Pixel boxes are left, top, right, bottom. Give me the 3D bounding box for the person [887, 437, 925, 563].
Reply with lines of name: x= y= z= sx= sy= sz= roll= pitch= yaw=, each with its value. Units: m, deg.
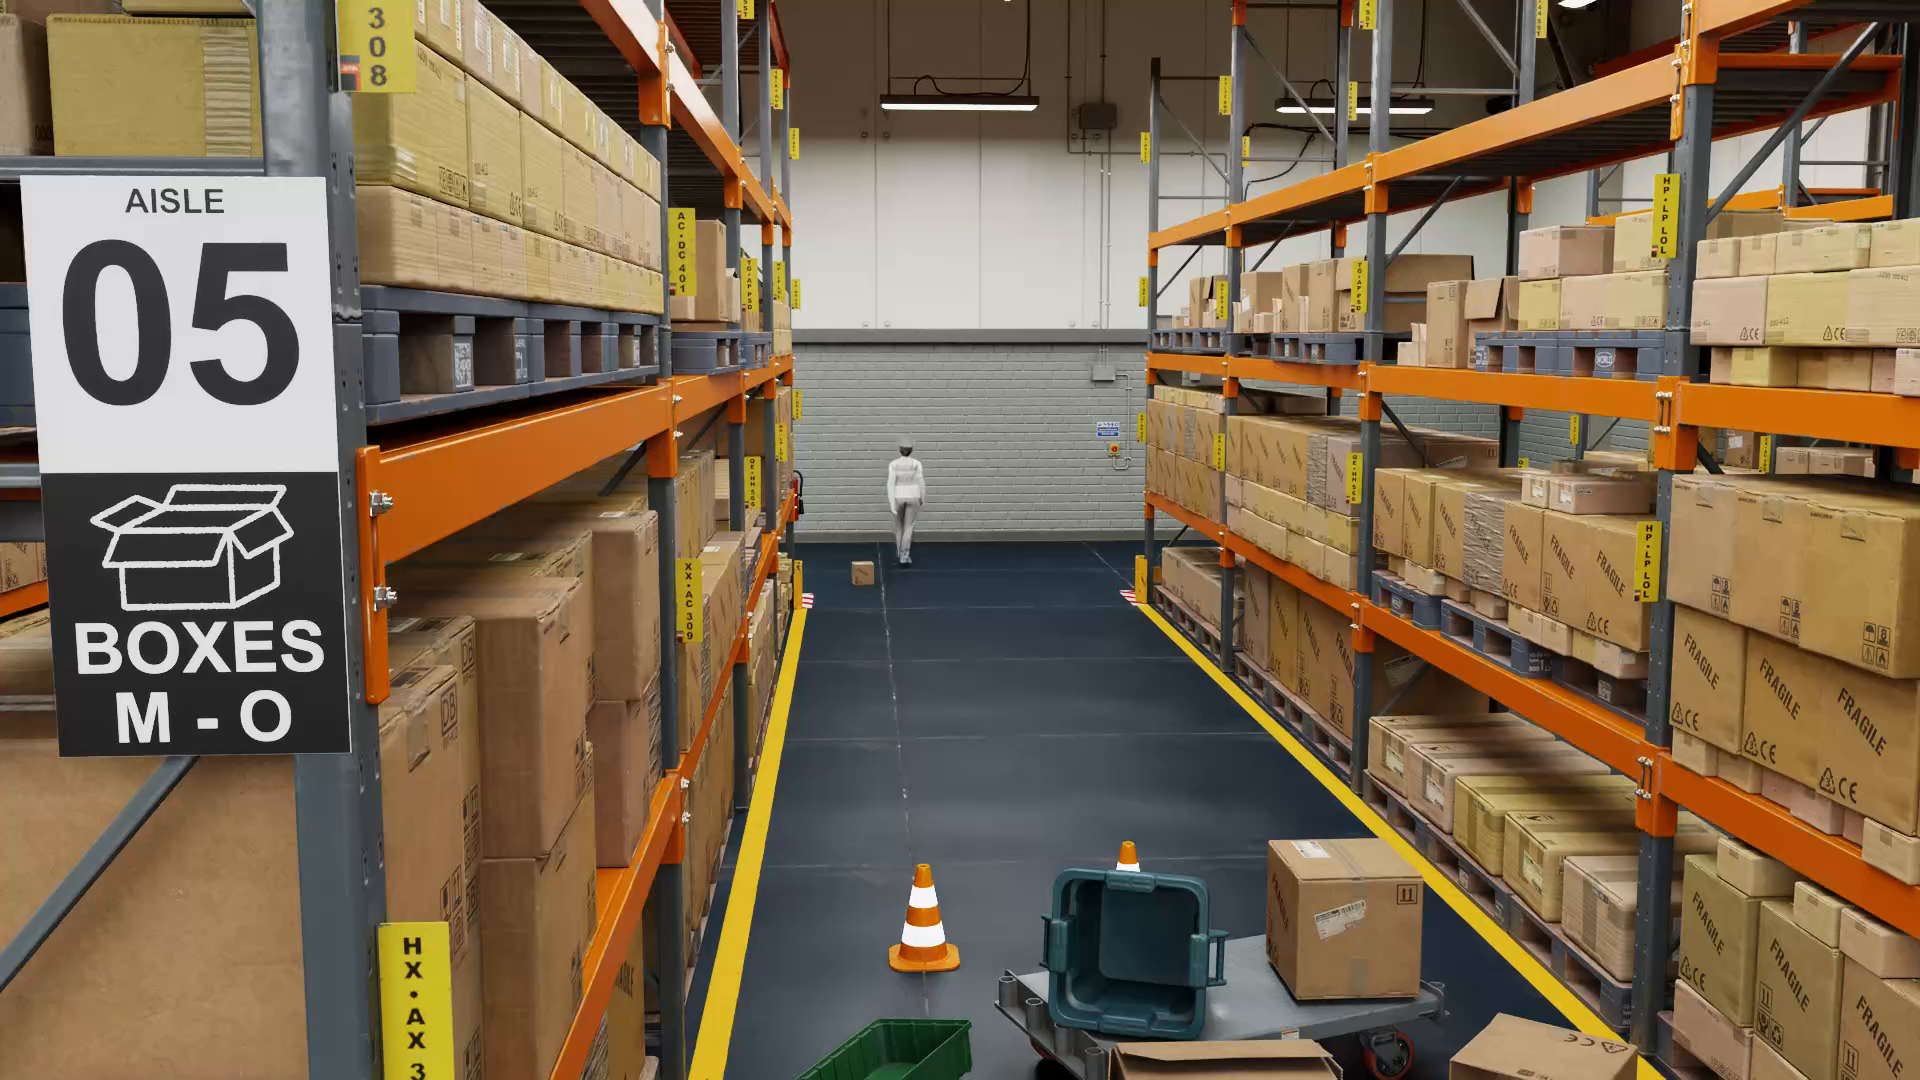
person: x=-0.691 y=-0.536 z=21.930 sx=0.480 sy=1.654 sz=0.929 roll=1 pitch=7 yaw=7
